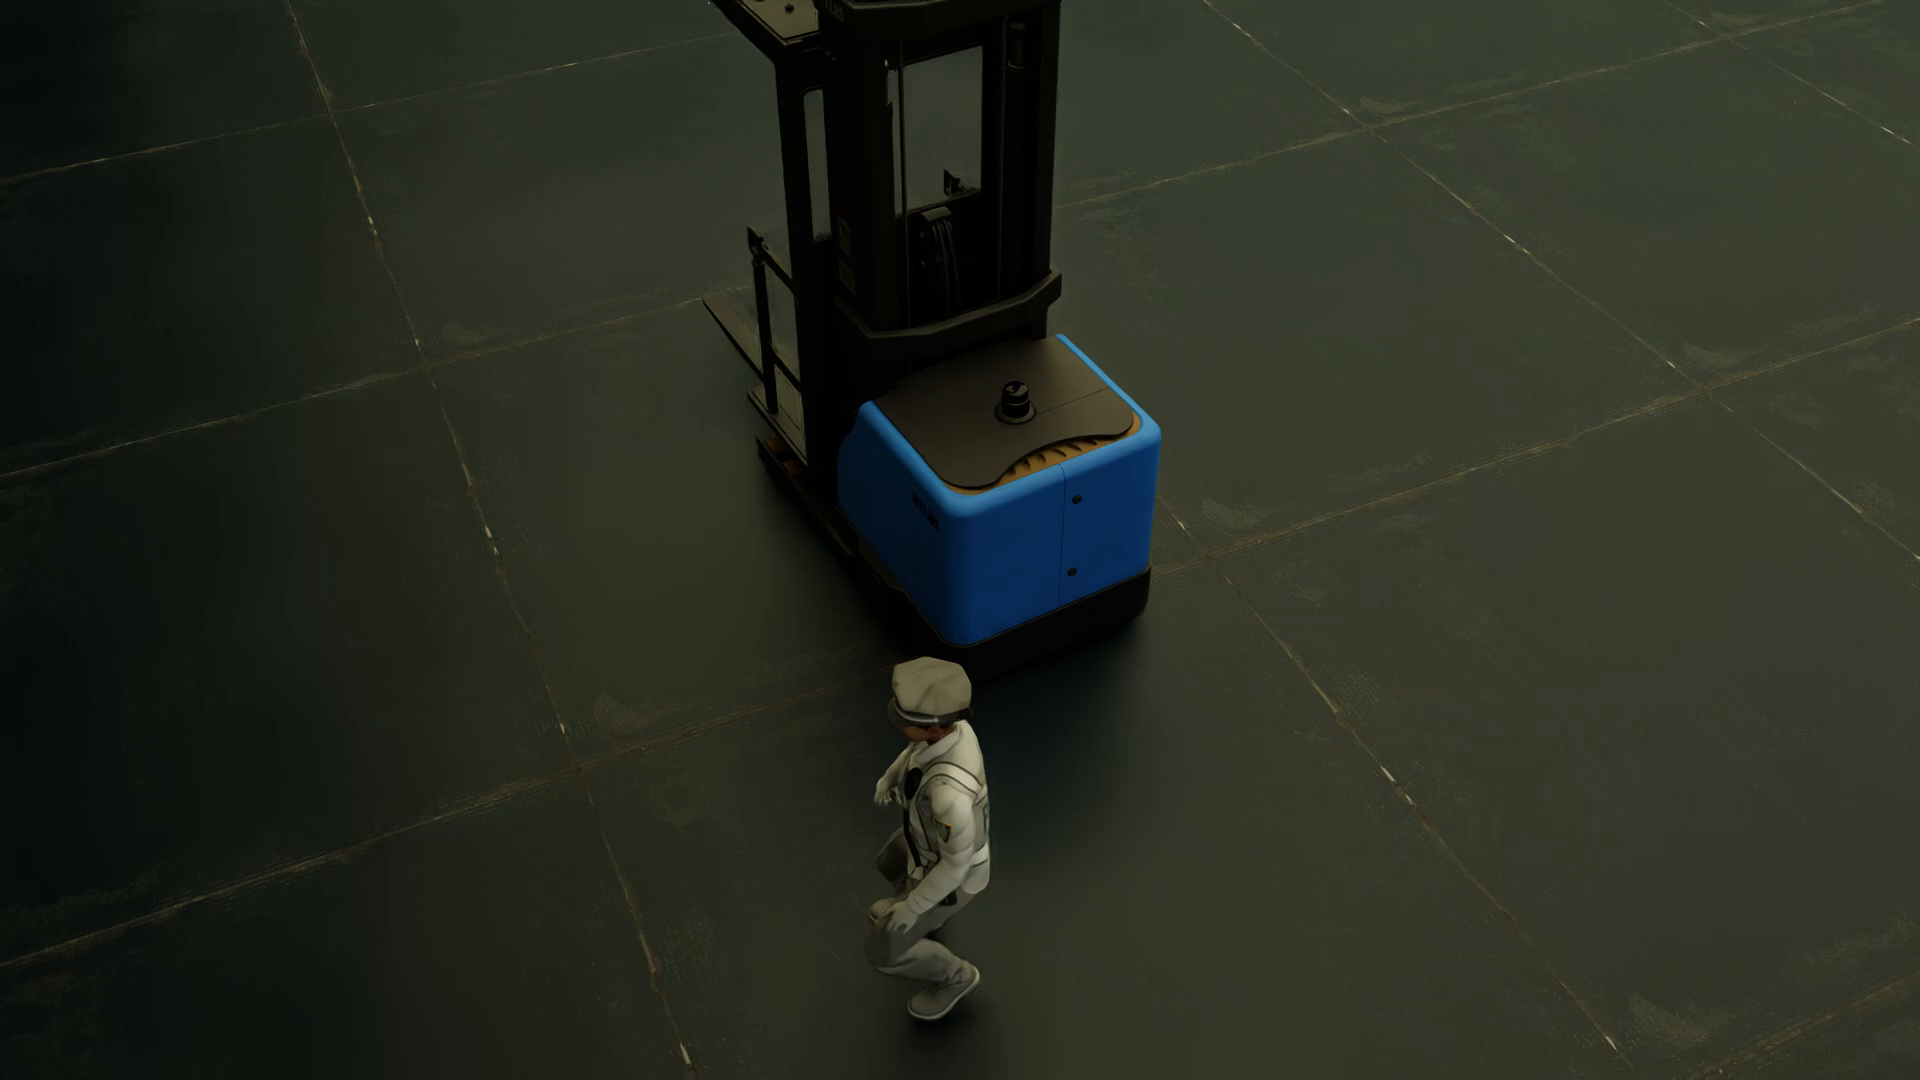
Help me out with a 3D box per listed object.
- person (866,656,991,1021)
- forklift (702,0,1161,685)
[{"bbox_3d":[-0.120,1.009,5.576,0.429,1.587,0.664,-3,43,-3],"label":"person"},{"bbox_3d":[-0.336,-1.443,7.227,1.130,2.935,3.031,-22,47,-22],"label":"forklift"}]
